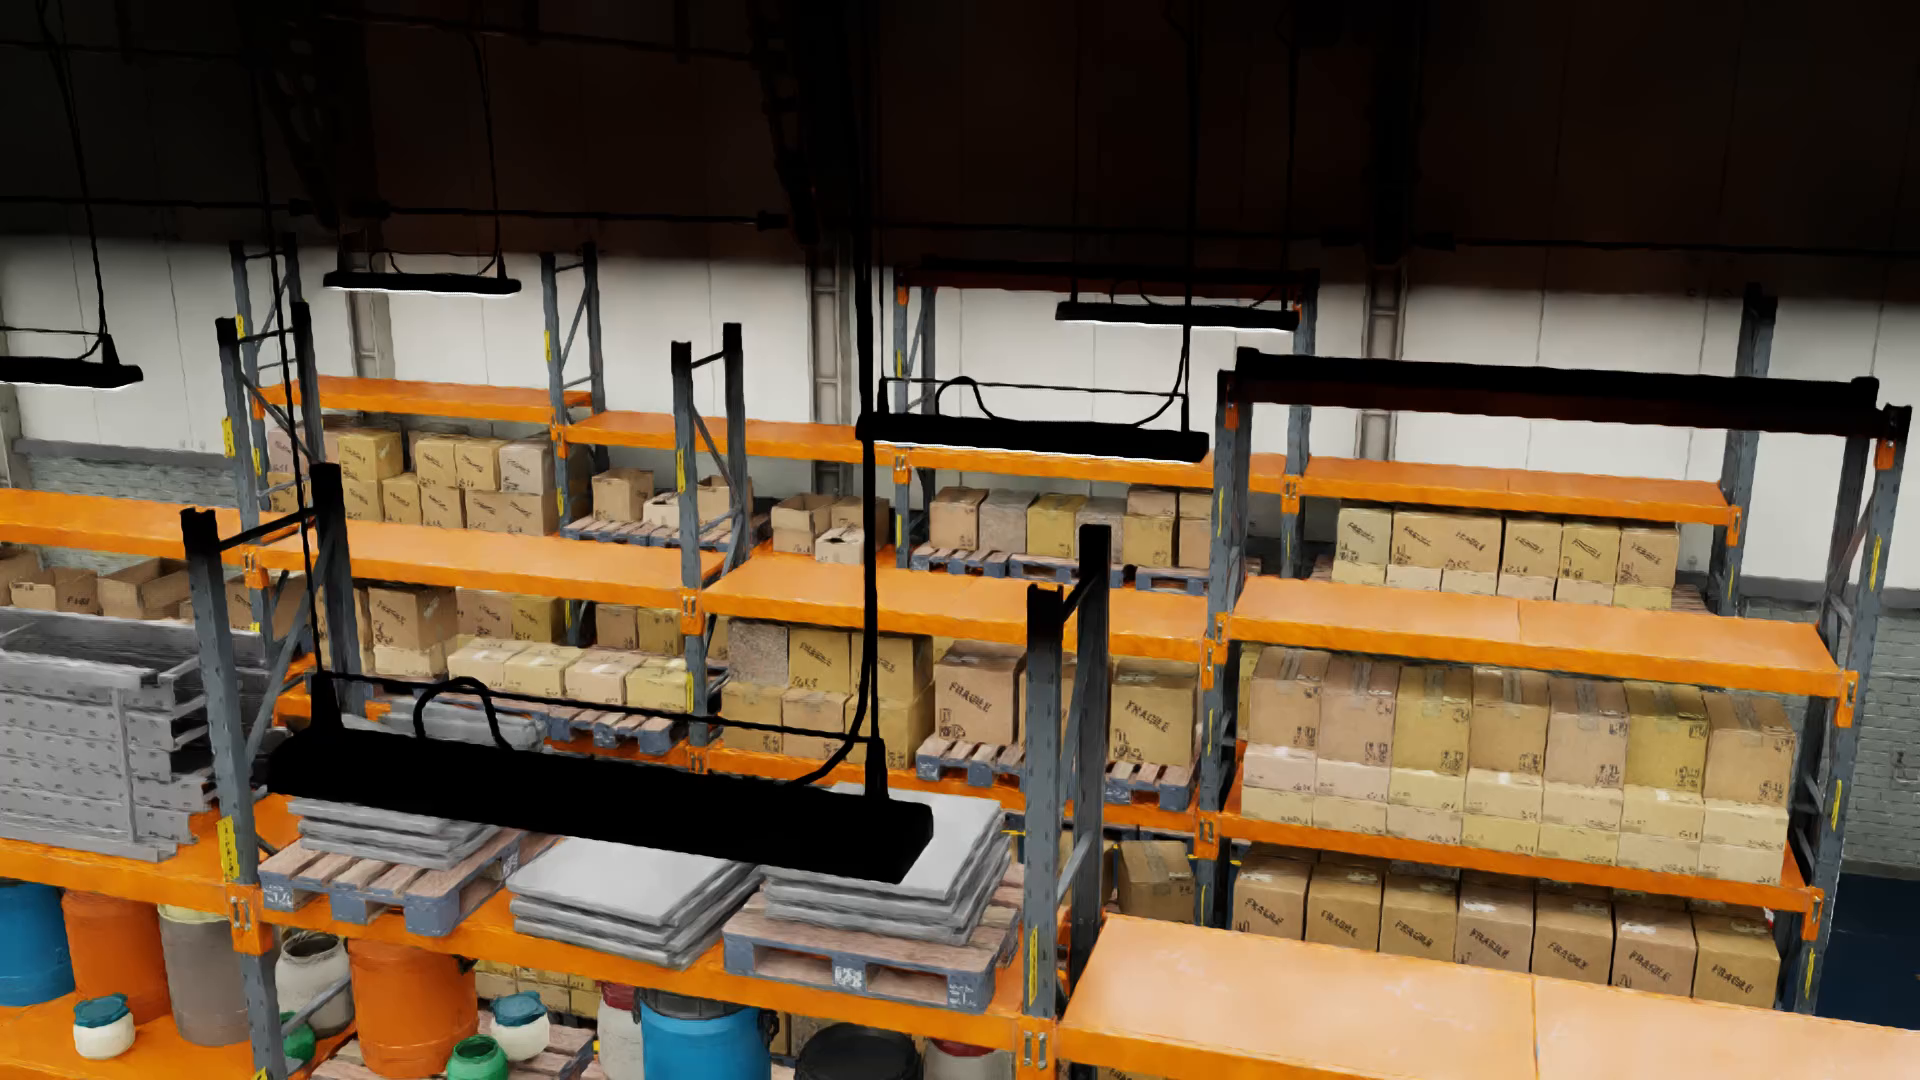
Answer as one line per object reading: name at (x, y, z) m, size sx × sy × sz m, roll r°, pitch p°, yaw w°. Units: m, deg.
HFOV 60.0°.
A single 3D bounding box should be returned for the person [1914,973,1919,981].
person at (9.050, 3.139, 14.706) m, size 1.032 × 1.728 × 0.528 m, roll 2°, pitch 16°, yaw 8°
